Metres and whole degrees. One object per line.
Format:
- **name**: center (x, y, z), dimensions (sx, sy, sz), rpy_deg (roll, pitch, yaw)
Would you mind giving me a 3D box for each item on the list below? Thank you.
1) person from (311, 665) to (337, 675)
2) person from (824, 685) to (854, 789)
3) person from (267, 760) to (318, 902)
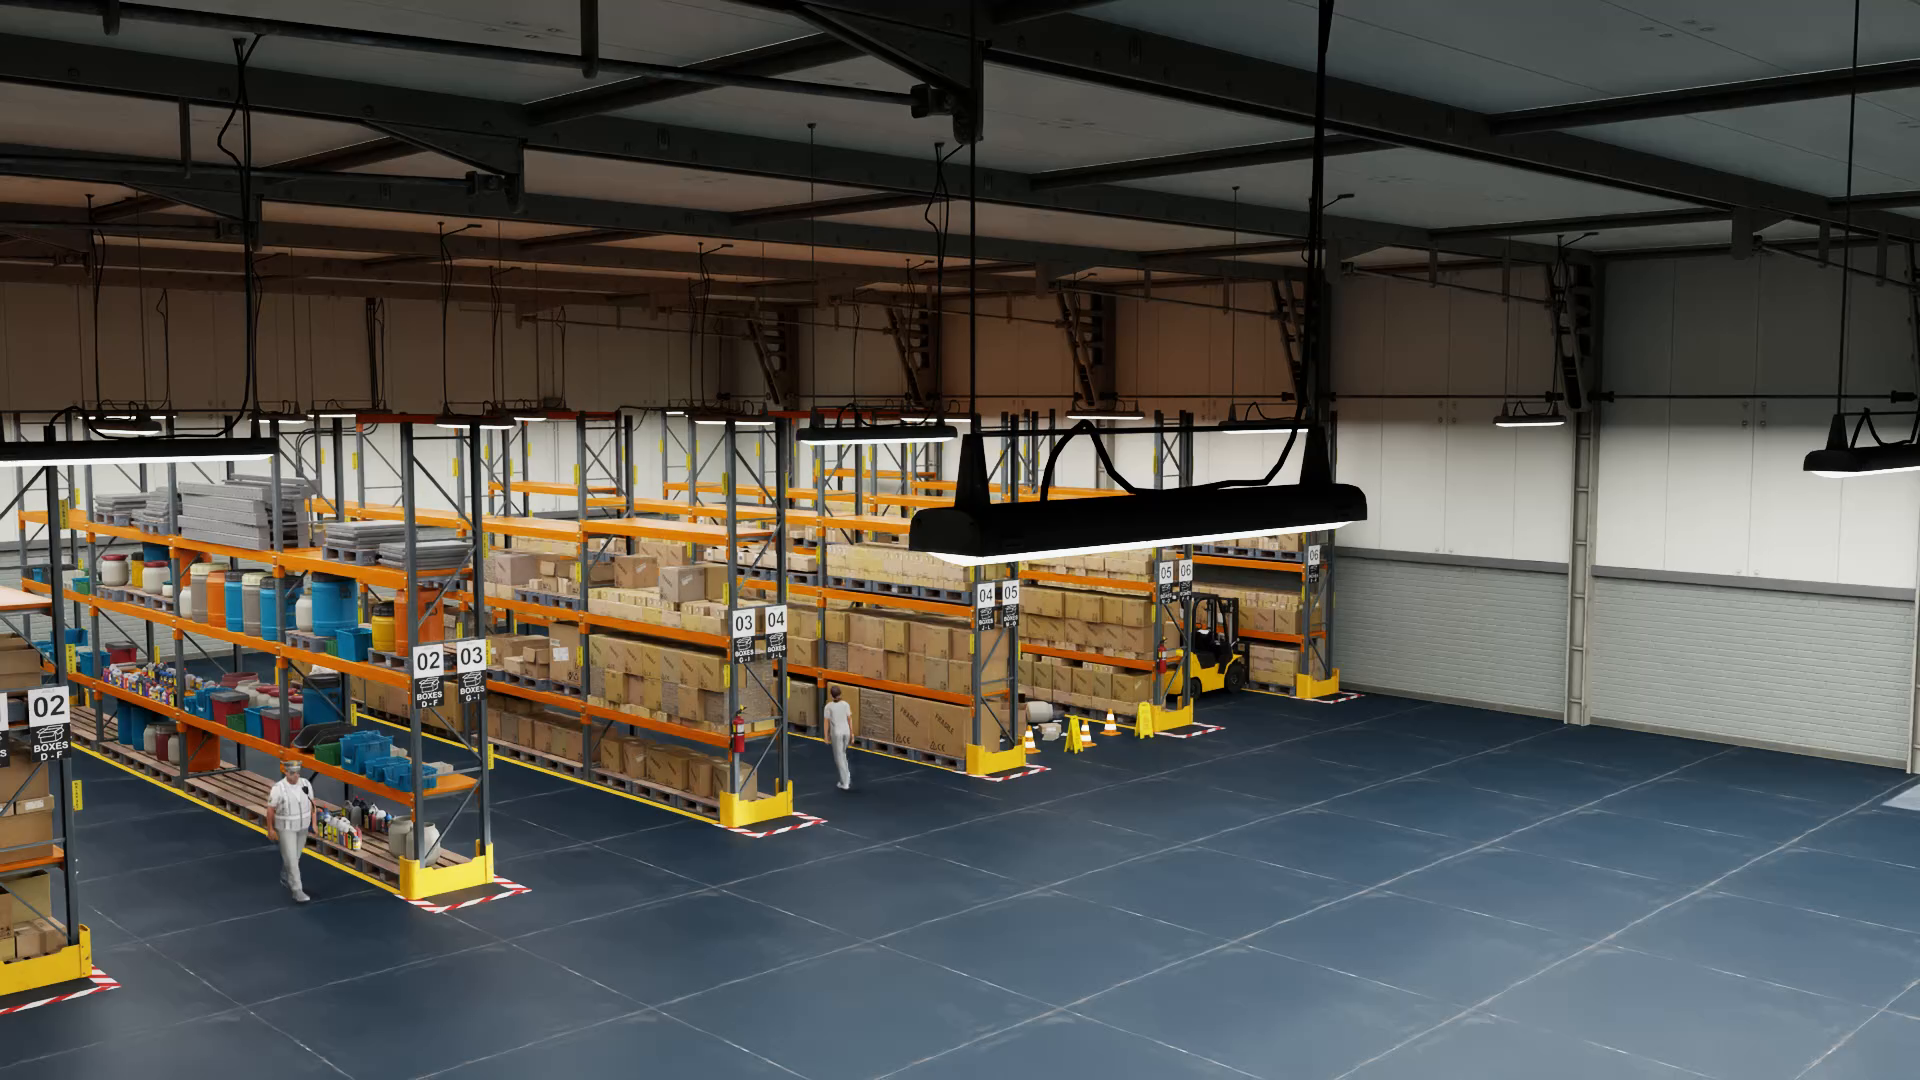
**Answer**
- **person**: center (-12.055, 2.800, 31.531), dimensions (0.554, 1.602, 0.701), rpy_deg (-3, 6, -31)
- **person**: center (-1.950, 3.164, 26.803), dimensions (0.474, 1.655, 0.514), rpy_deg (-3, 6, -34)
- **person**: center (-8.390, 3.626, 21.031), dimensions (0.984, 1.710, 0.547), rpy_deg (3, 6, 35)
